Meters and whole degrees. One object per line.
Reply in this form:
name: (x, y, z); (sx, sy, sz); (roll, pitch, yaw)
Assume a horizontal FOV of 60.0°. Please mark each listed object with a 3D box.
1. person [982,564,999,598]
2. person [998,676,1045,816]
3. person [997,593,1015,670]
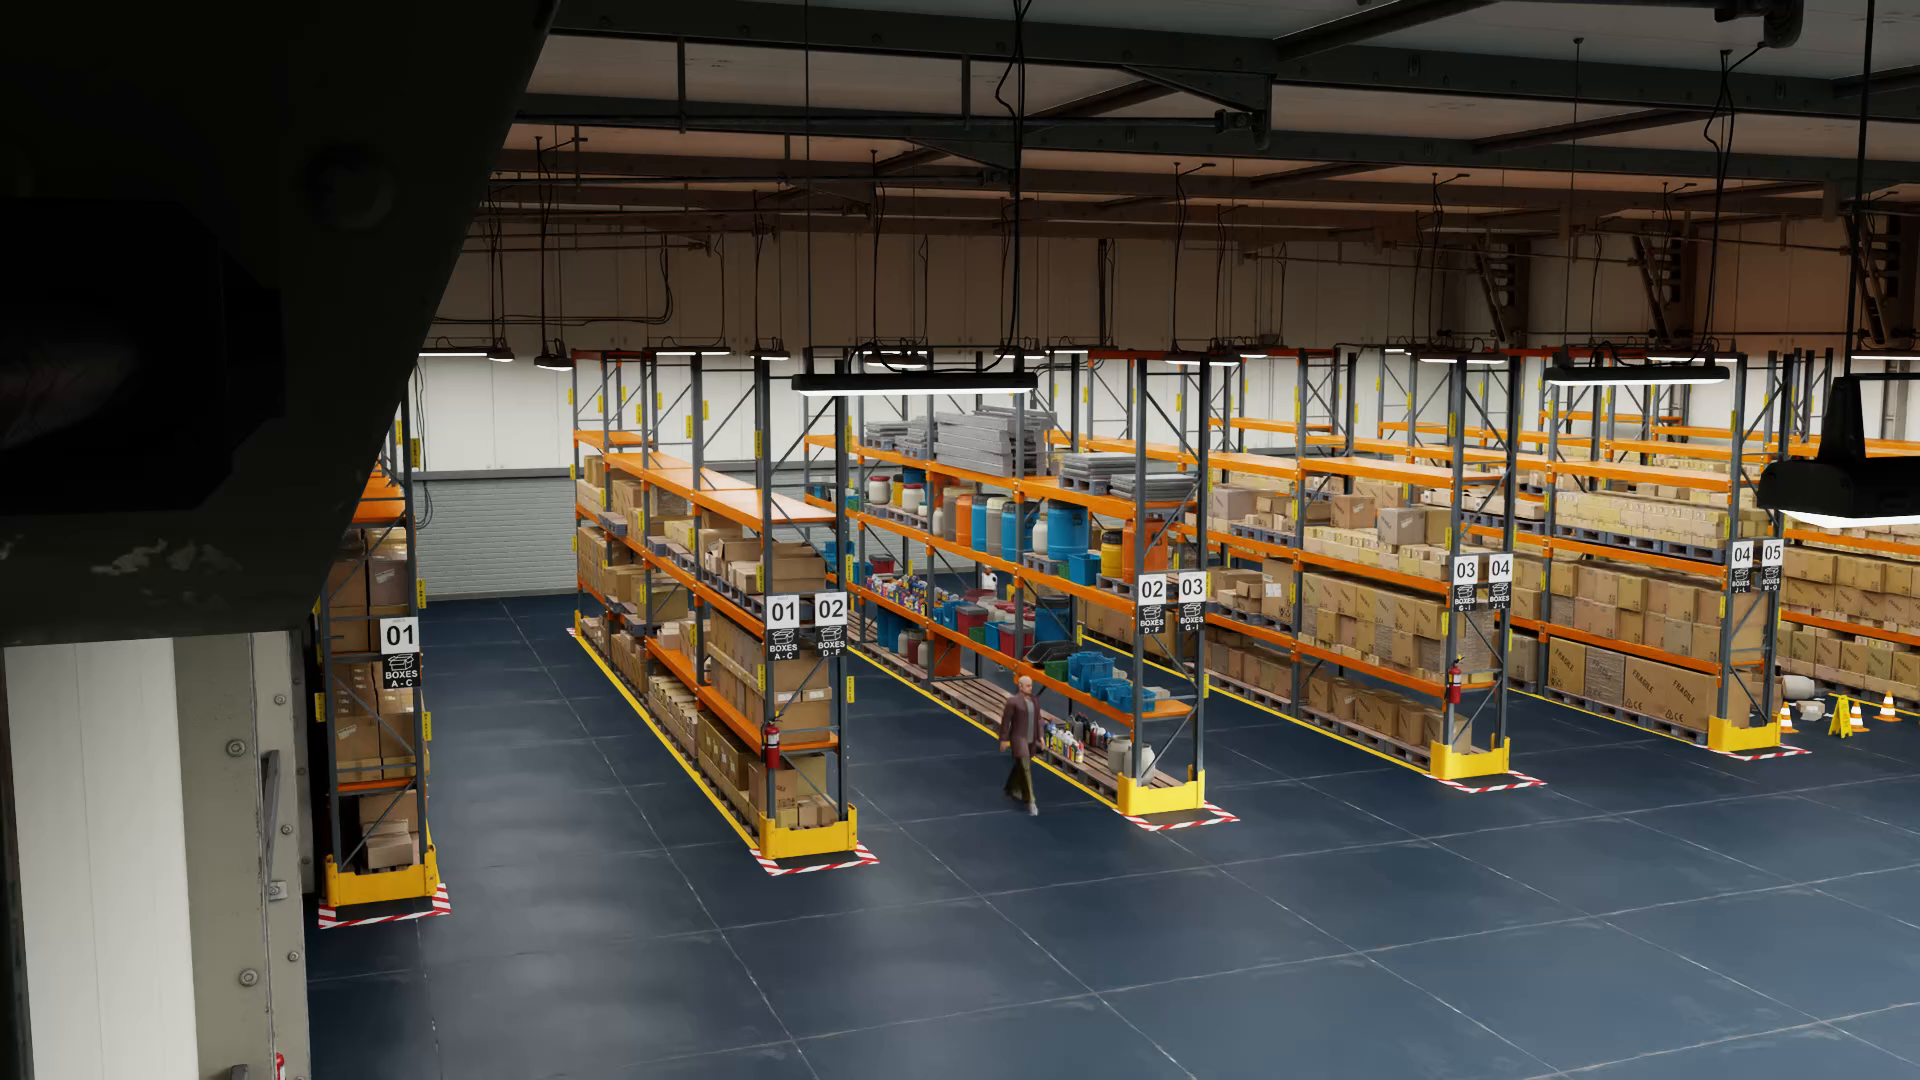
person: (0.551, 1.237, 34.442); (0.509, 1.603, 1.043); (-3, 8, -21)
person: (0.867, 2.705, 22.257); (0.887, 1.794, 0.614); (7, 10, 44)
person: (1.023, 1.737, 30.659); (0.446, 1.547, 0.889); (-4, 8, -32)
